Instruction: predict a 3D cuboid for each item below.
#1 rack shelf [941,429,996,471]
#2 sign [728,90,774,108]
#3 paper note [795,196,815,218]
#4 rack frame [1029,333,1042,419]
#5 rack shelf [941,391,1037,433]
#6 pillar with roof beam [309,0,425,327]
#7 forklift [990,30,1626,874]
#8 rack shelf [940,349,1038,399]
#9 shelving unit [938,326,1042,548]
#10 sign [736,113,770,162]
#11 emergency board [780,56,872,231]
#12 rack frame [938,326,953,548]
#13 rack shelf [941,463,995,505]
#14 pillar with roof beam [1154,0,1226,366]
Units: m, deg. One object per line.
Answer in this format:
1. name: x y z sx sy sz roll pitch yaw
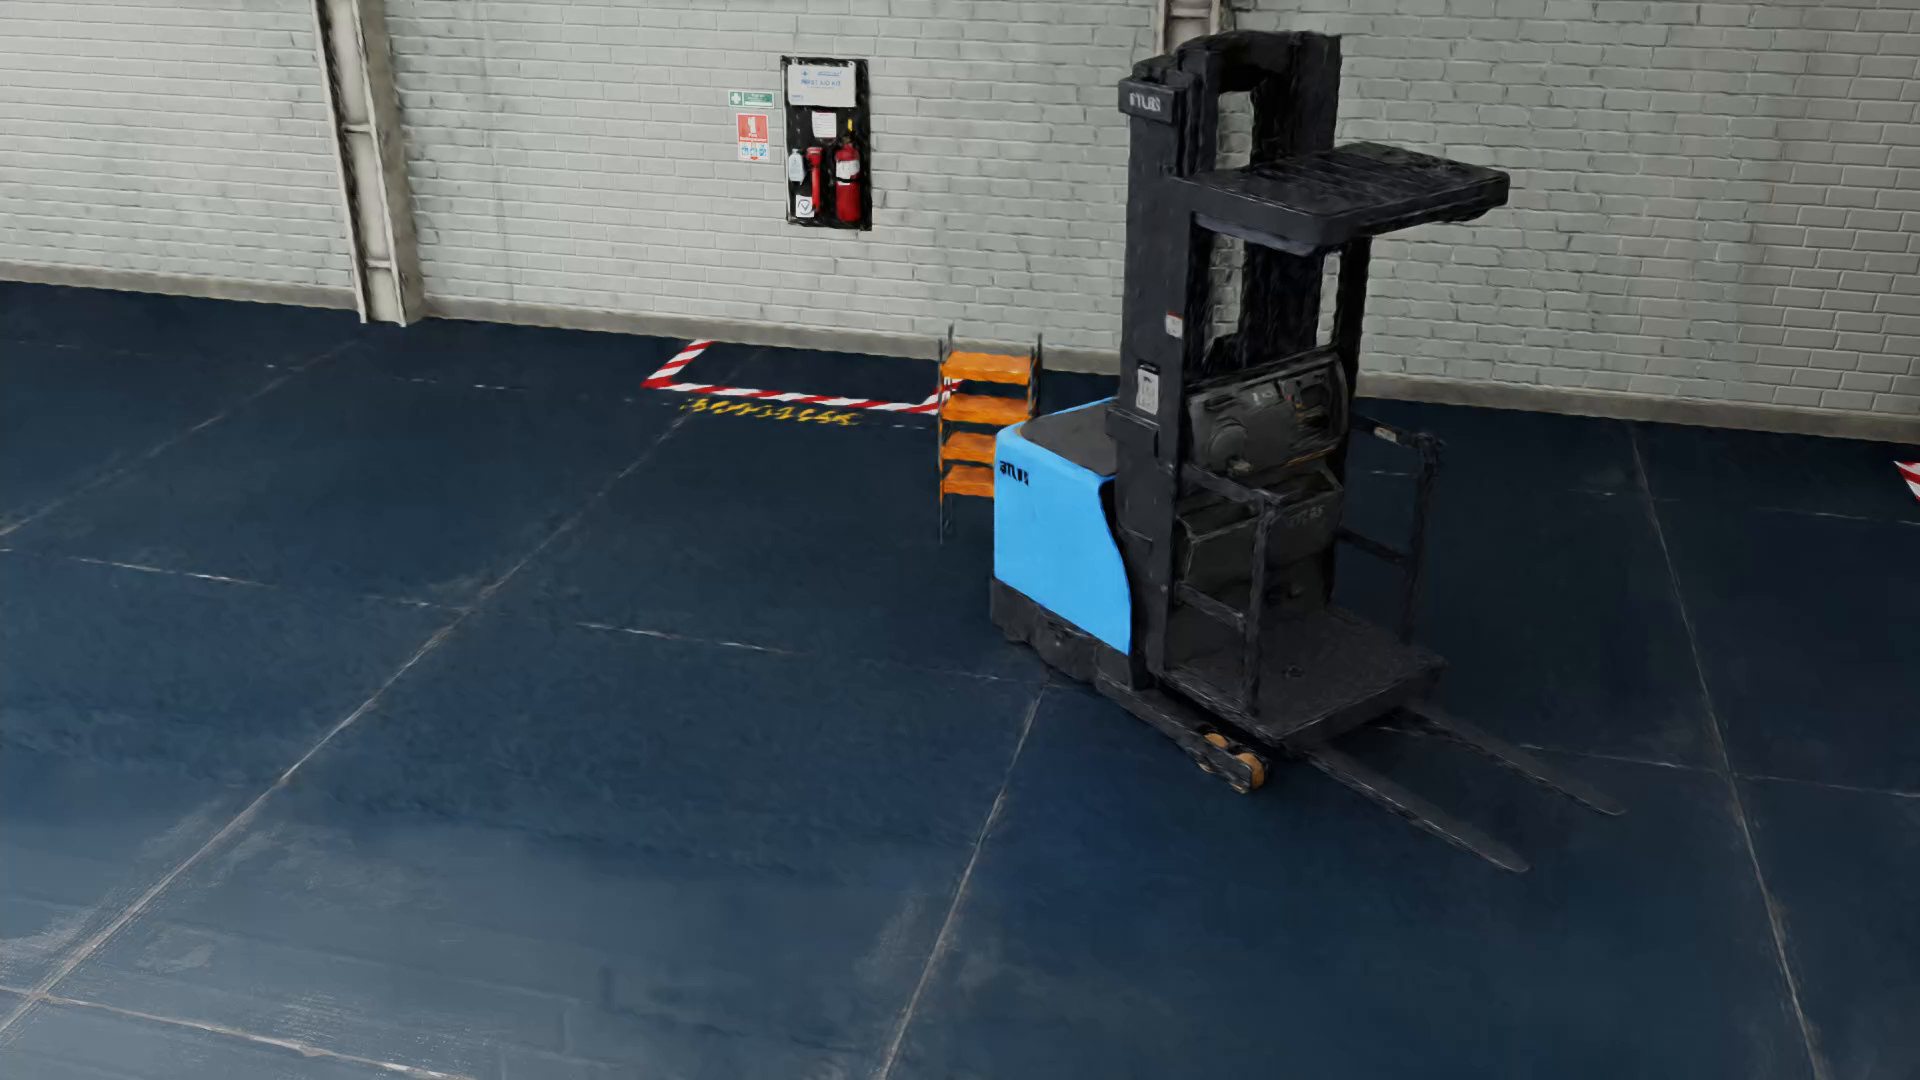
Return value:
1. rack shelf: 0.160 -0.463 8.984 0.480 0.148 0.258 6 26 13
2. sign: -1.446 -3.051 11.510 0.331 0.109 0.001 6 26 13
3. paper note: -1.093 -2.347 11.715 0.142 0.148 0.016 6 26 13
4. rack frame: 0.397 -0.498 8.900 0.015 1.200 0.240 6 26 13
5. rack shelf: 0.160 -0.665 8.888 0.480 0.148 0.258 6 26 13
6. pillar with roof beam: -5.438 -3.976 7.132 0.400 9.000 9.100 6 26 13
7. forklift: 1.434 -0.498 6.886 1.130 2.935 3.031 -18 31 -33
8. rack shelf: 0.160 -0.879 8.786 0.480 0.148 0.258 6 26 13
9. shelving unit: 0.160 -0.524 8.955 0.503 1.200 0.258 6 26 13
10. sign: -1.448 -2.815 11.633 0.234 0.329 0.001 6 26 13
11. emergency board: -0.938 -2.697 11.426 0.643 1.169 0.194 6 26 13
12. rack frame: -0.076 -0.550 9.010 0.015 1.200 0.240 6 26 13
13. rack shelf: 0.160 -0.284 9.069 0.480 0.148 0.258 6 26 13
14. pillar with roof beam: 0.373 -3.333 5.783 0.400 9.000 9.100 6 26 13
